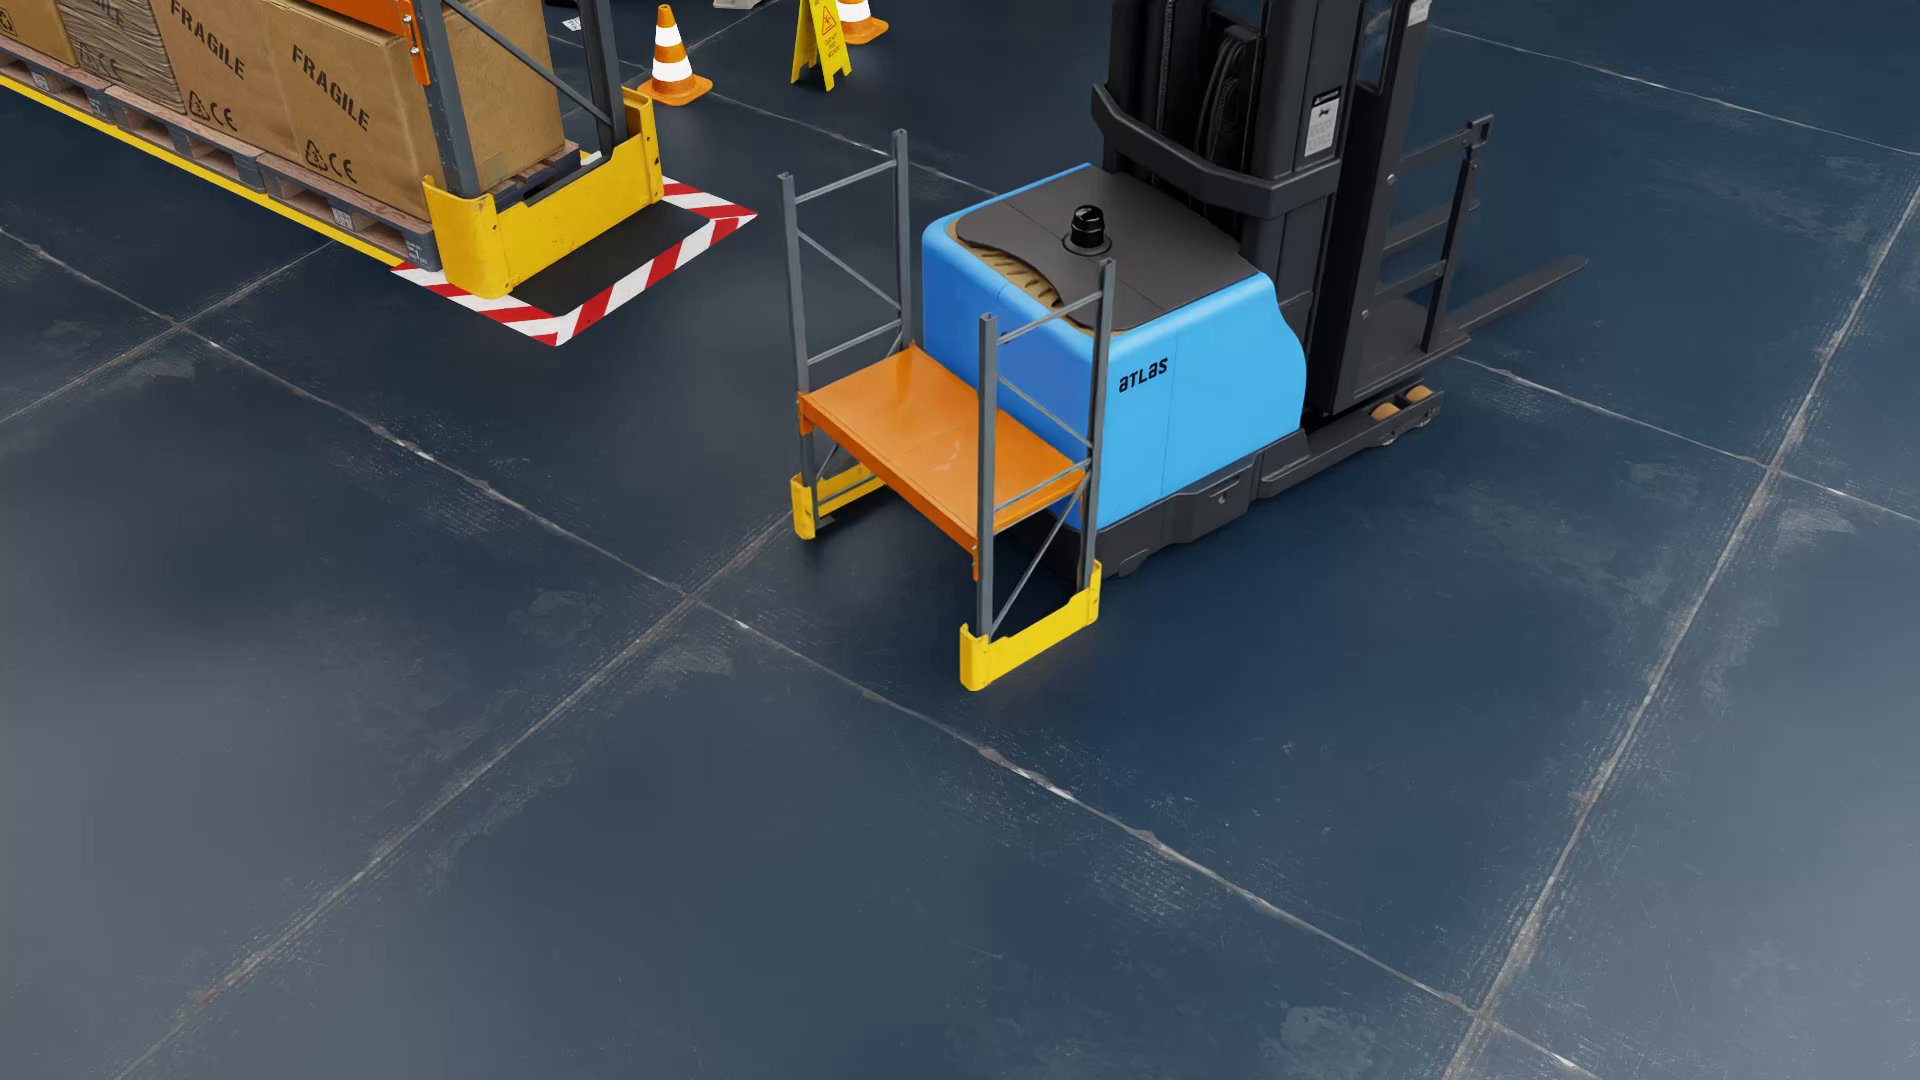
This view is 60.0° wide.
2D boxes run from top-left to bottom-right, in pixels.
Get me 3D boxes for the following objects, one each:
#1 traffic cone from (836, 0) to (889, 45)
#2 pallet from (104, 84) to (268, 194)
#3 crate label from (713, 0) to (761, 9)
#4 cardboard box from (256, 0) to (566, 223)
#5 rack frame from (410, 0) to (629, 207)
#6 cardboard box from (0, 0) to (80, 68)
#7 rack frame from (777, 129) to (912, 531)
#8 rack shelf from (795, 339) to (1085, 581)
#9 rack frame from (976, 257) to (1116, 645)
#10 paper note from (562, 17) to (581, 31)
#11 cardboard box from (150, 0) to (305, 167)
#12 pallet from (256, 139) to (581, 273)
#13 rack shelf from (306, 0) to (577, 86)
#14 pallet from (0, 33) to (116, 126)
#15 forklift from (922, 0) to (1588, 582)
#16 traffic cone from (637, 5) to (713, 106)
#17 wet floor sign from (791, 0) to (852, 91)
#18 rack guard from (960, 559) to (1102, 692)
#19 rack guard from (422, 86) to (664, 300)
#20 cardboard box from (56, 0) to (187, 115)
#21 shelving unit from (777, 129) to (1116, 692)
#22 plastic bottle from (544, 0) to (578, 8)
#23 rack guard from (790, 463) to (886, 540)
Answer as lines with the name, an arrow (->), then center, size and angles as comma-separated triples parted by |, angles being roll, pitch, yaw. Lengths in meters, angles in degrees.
traffic cone -> -0.609, -3.092, 9.359 | 0.334, 0.463, 0.336 | 25, 48, 25
pallet -> -3.611, -2.264, 8.622 | 1.213, 0.211, 1.003 | 25, 48, 25
crate label -> -1.289, -3.238, 9.766 | 0.298, 0.136, 0.250 | 3, 42, 4
cardboard box -> -2.510, -2.161, 7.694 | 0.875, 0.875, 0.875 | 25, 48, 26
rack frame -> -1.917, -2.573, 6.875 | 0.127, 3.000, 1.000 | 25, 48, 25
cardboard box -> -4.717, -3.190, 8.844 | 0.875, 0.875, 0.875 | 26, 48, 26
rack frame -> -0.379, -0.698, 5.905 | 0.500, 1.500, 0.032 | -28, 49, -28
rack shelf -> -0.060, -0.300, 5.730 | 0.538, 0.185, 1.000 | -28, 49, -28
rack frame -> 0.258, -0.170, 5.315 | 0.500, 1.500, 0.032 | -28, 49, -28
paper note -> -2.192, -2.977, 9.555 | 0.144, 0.017, 0.142 | -25, 48, -25
cardboard box -> -3.232, -2.497, 8.069 | 0.875, 0.875, 0.875 | 24, 47, 25
pallet -> -2.617, -1.797, 8.100 | 1.213, 0.211, 1.003 | 25, 48, 25
rack shelf -> -3.555, -3.070, 7.971 | 4.000, 0.370, 1.077 | 25, 48, 25
pallet -> -4.614, -2.731, 9.144 | 1.213, 0.211, 1.003 | 25, 48, 25
forklift -> 1.338, -1.733, 5.989 | 3.031, 2.935, 1.130 | -26, 48, -26
traffic cone -> -1.537, -2.606, 8.815 | 0.334, 0.463, 0.336 | 25, 48, 25
wet floor sign -> -0.757, -2.765, 8.856 | 0.232, 0.644, 0.267 | 17, 45, 18
rack guard -> 0.246, 0.286, 5.743 | 0.587, 0.250, 0.087 | -28, 49, -28
rack guard -> -1.897, -1.632, 7.699 | 0.348, 0.500, 1.175 | 25, 48, 25
cardboard box -> -3.977, -2.847, 8.460 | 0.875, 0.875, 0.875 | 25, 48, 26
shelving unit -> -0.066, -0.439, 5.616 | 0.587, 1.500, 1.083 | -28, 49, -28
plastic bottle -> -2.350, -3.196, 9.776 | 0.283, 0.061, 0.133 | 10, 43, 11
rack guard -> -0.378, -0.232, 6.321 | 0.587, 0.250, 0.087 | -28, 49, -28
